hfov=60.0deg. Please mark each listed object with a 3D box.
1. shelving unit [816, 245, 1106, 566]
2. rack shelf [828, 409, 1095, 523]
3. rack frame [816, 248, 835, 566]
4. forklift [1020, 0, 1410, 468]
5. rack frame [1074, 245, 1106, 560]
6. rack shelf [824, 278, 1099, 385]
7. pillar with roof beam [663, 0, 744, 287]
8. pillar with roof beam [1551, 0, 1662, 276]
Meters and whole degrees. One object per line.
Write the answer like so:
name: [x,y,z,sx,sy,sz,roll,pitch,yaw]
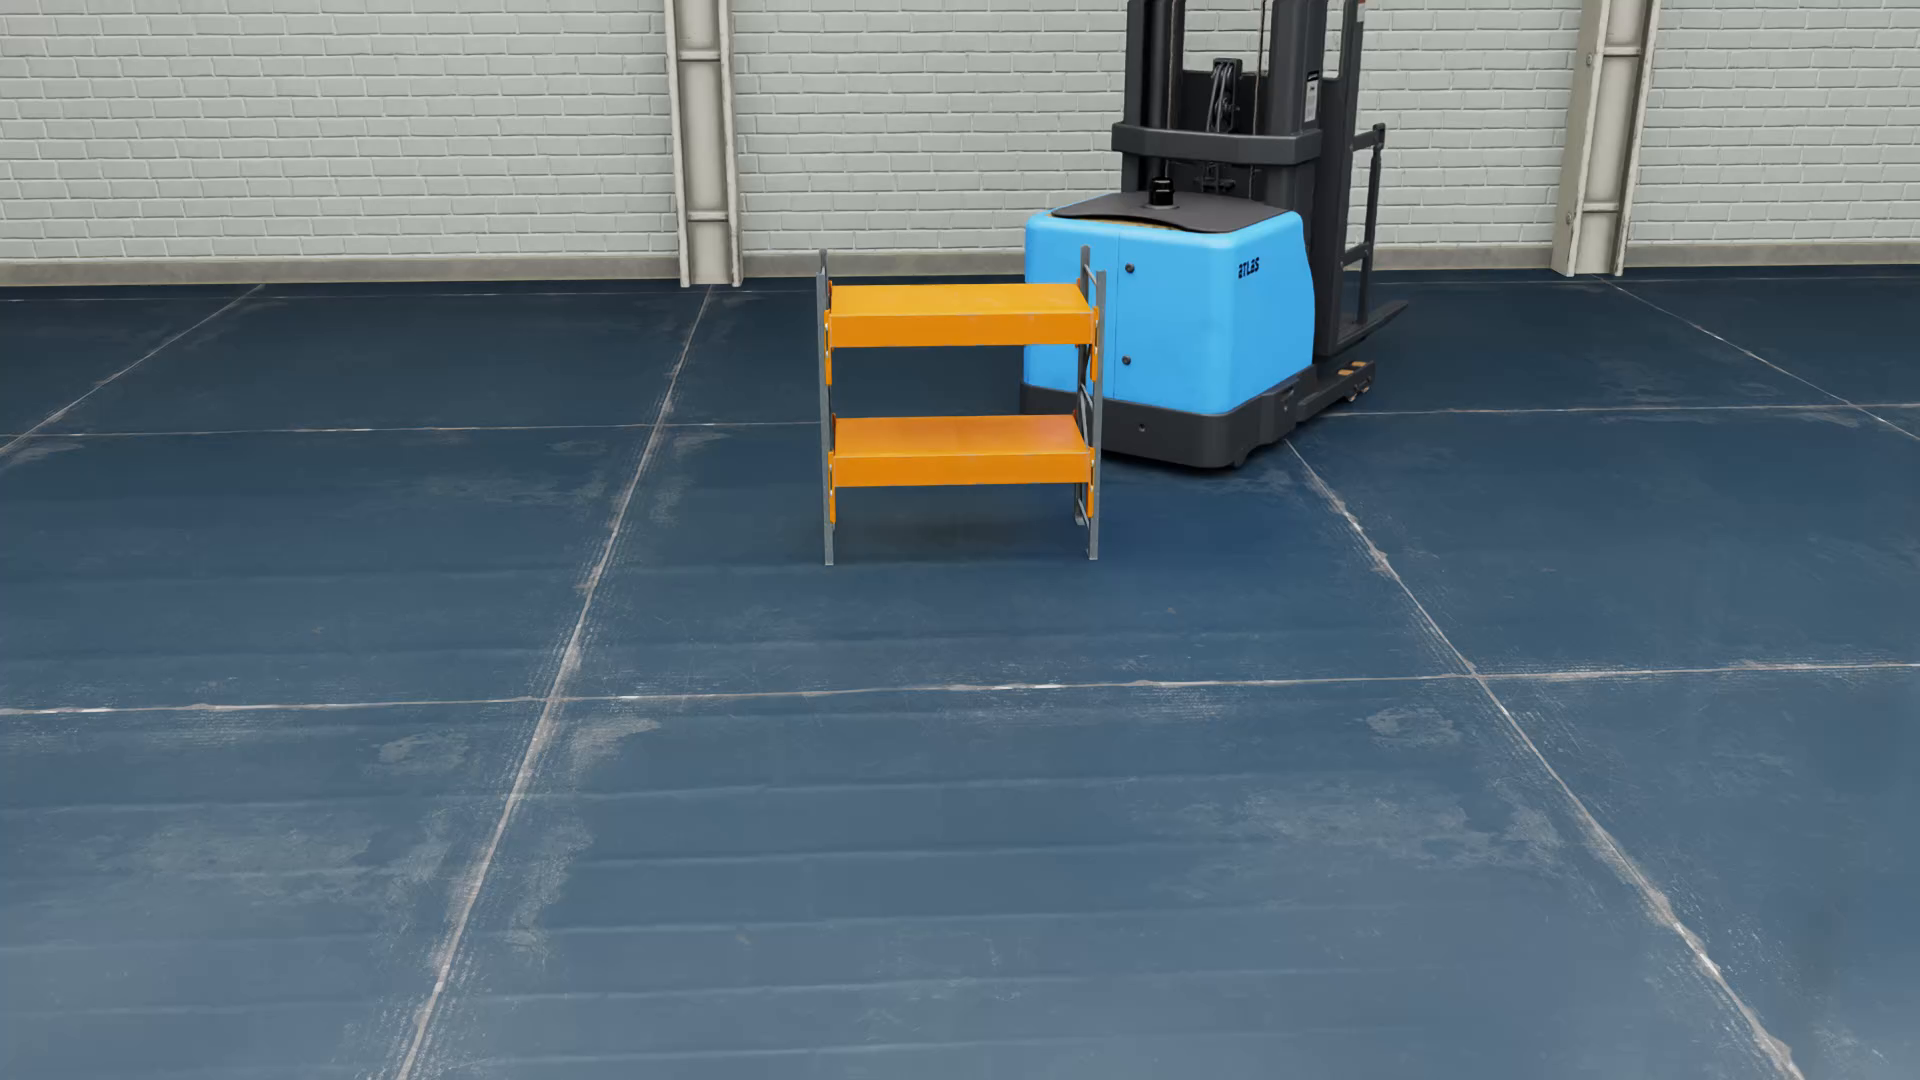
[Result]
shelving unit: [-0.007,-0.526,6.420,1.048,1.125,0.538,-1,21,-3]
rack shelf: [-0.007,-0.297,6.507,1.000,0.278,0.538,-1,21,-3]
rack frame: [-0.514,-0.515,6.393,0.032,1.125,0.500,-1,21,-3]
forklift: [1.499,-2.153,8.158,1.130,2.935,3.031,13,24,30]
rack frame: [0.501,-0.536,6.448,0.032,1.125,0.500,-1,21,-3]
rack shelf: [-0.007,-0.799,6.316,1.000,0.278,0.538,-1,21,-3]
pillar with roof beam: [-1.419,-4.413,5.564,0.400,9.000,9.100,-1,21,-3]
pillar with roof beam: [4.572,-4.535,5.884,0.400,9.000,9.100,-1,21,-3]
